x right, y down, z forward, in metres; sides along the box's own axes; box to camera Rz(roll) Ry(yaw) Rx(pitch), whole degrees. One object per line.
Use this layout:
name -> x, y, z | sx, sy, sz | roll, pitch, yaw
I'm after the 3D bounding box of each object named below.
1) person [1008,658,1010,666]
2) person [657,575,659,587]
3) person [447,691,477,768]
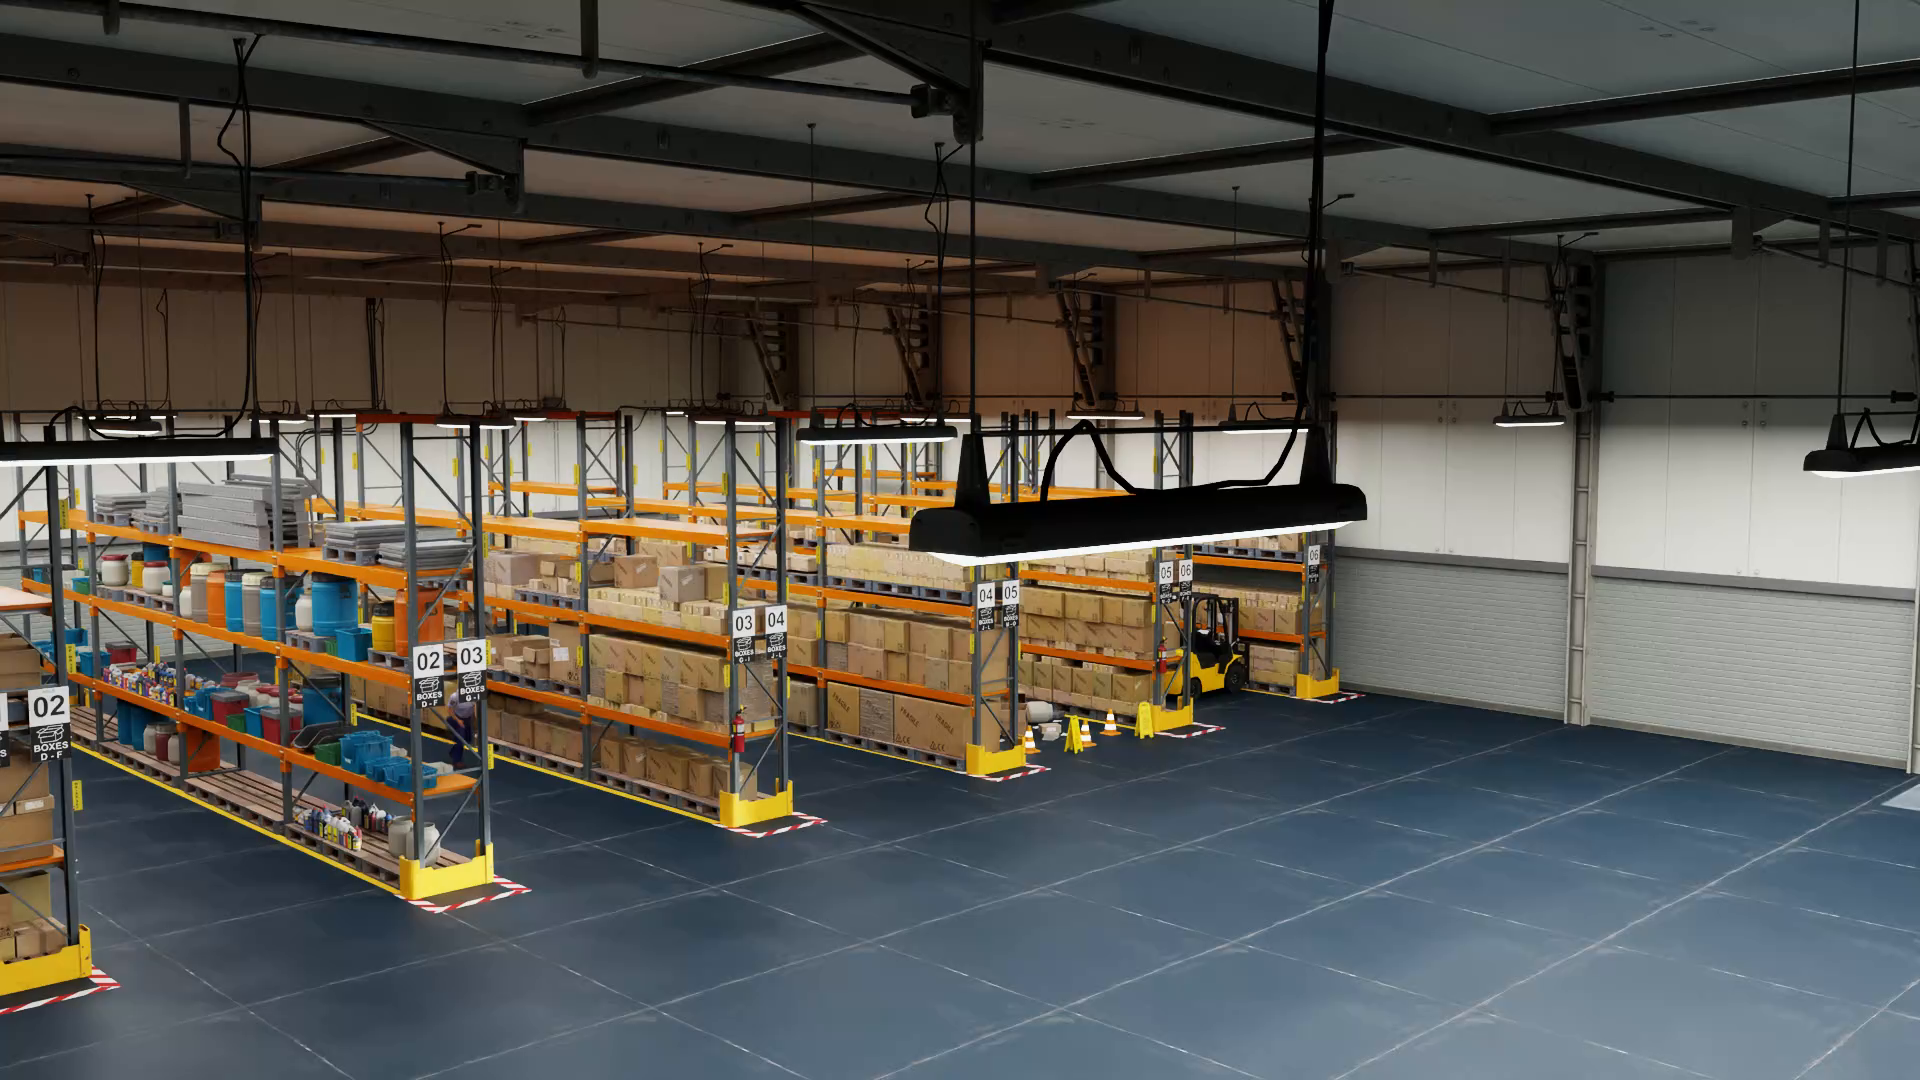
person -> 0.787, 2.099, 38.270 | 1.000, 1.763, 0.657 | 4, 6, 37
person -> -7.984, 1.629, 44.449 | 0.616, 1.683, 0.910 | 3, 6, 35
person -> -8.563, 3.096, 28.401 | 0.781, 1.551, 0.612 | 3, 6, 32
